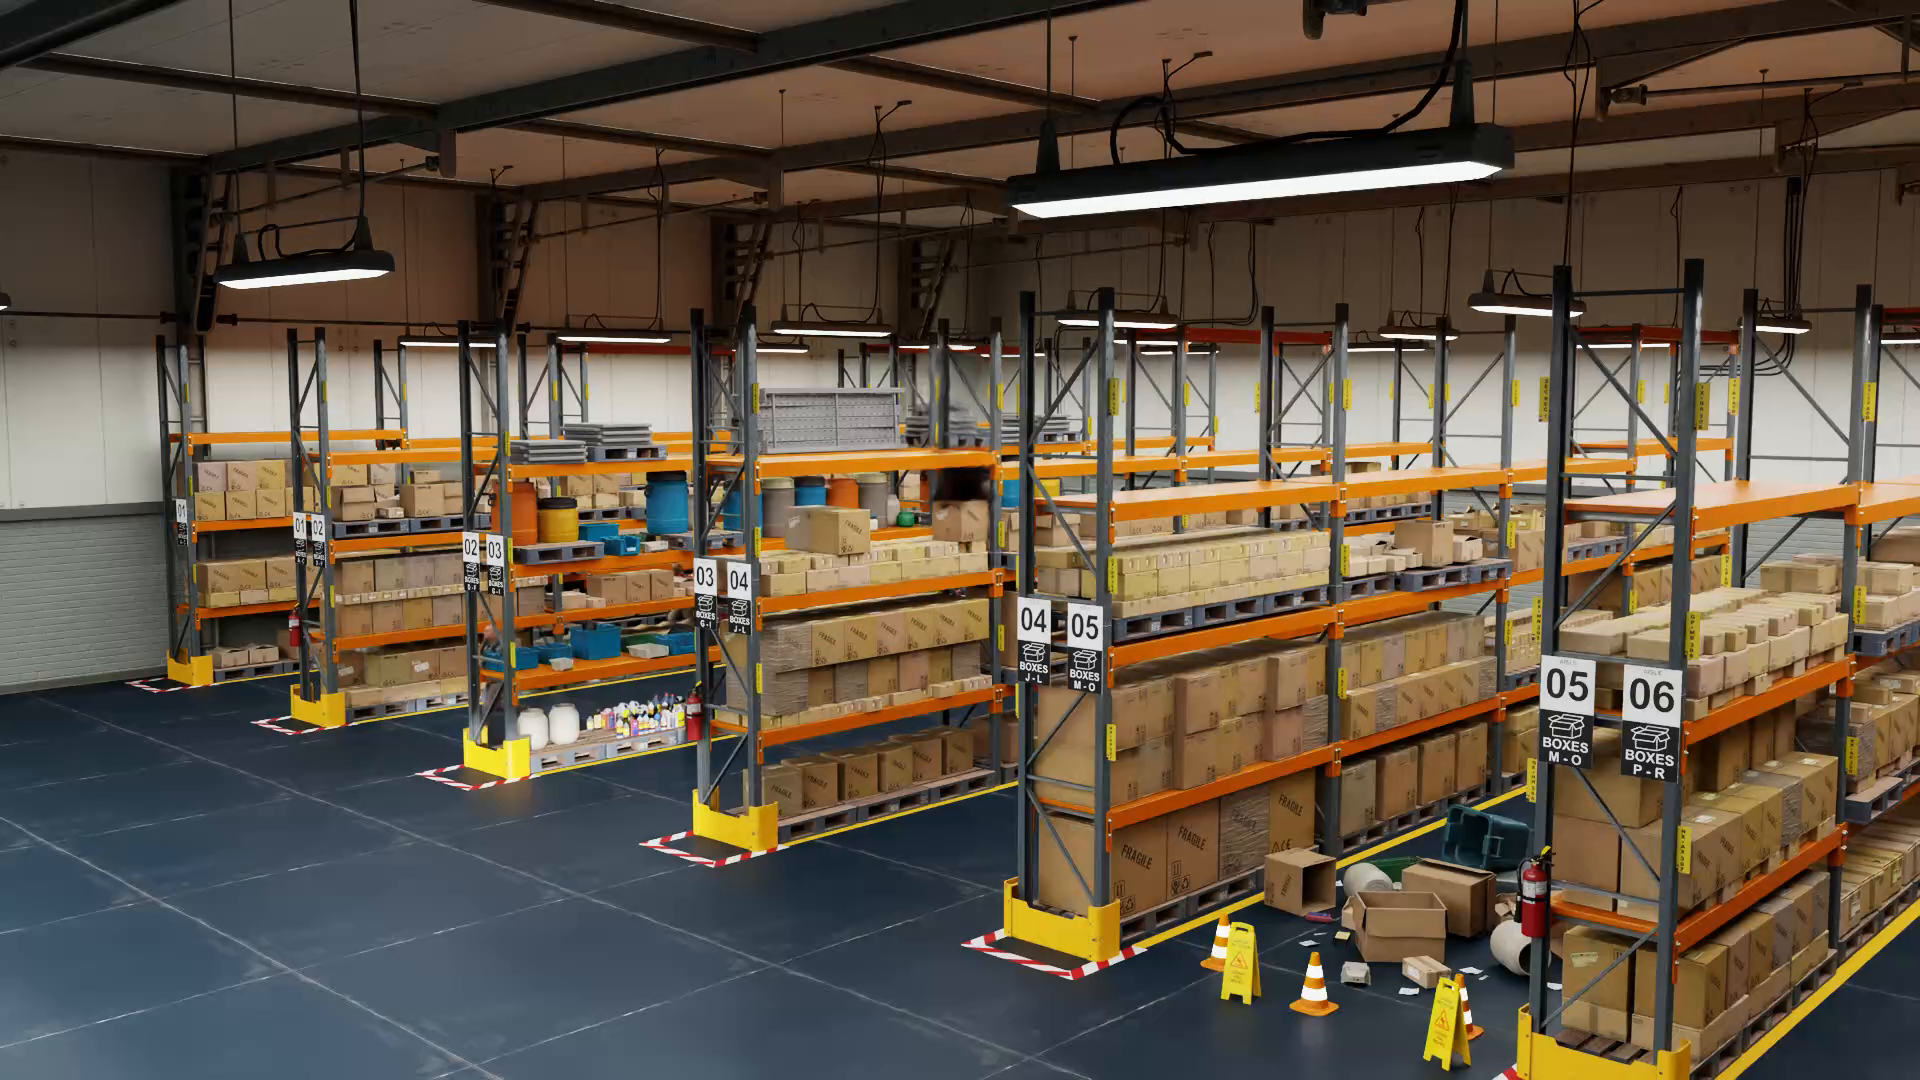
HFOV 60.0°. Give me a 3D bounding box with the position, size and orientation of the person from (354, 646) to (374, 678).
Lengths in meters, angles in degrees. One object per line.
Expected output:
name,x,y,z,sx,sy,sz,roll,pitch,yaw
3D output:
person,-10.094,1.643,28.455,0.702,1.726,0.598,3,6,33

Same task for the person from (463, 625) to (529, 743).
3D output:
person,-6.700,2.053,24.053,0.671,1.687,1.094,5,7,44

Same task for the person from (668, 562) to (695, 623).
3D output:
person,-5.354,1.278,32.395,0.663,1.747,0.945,4,7,39
